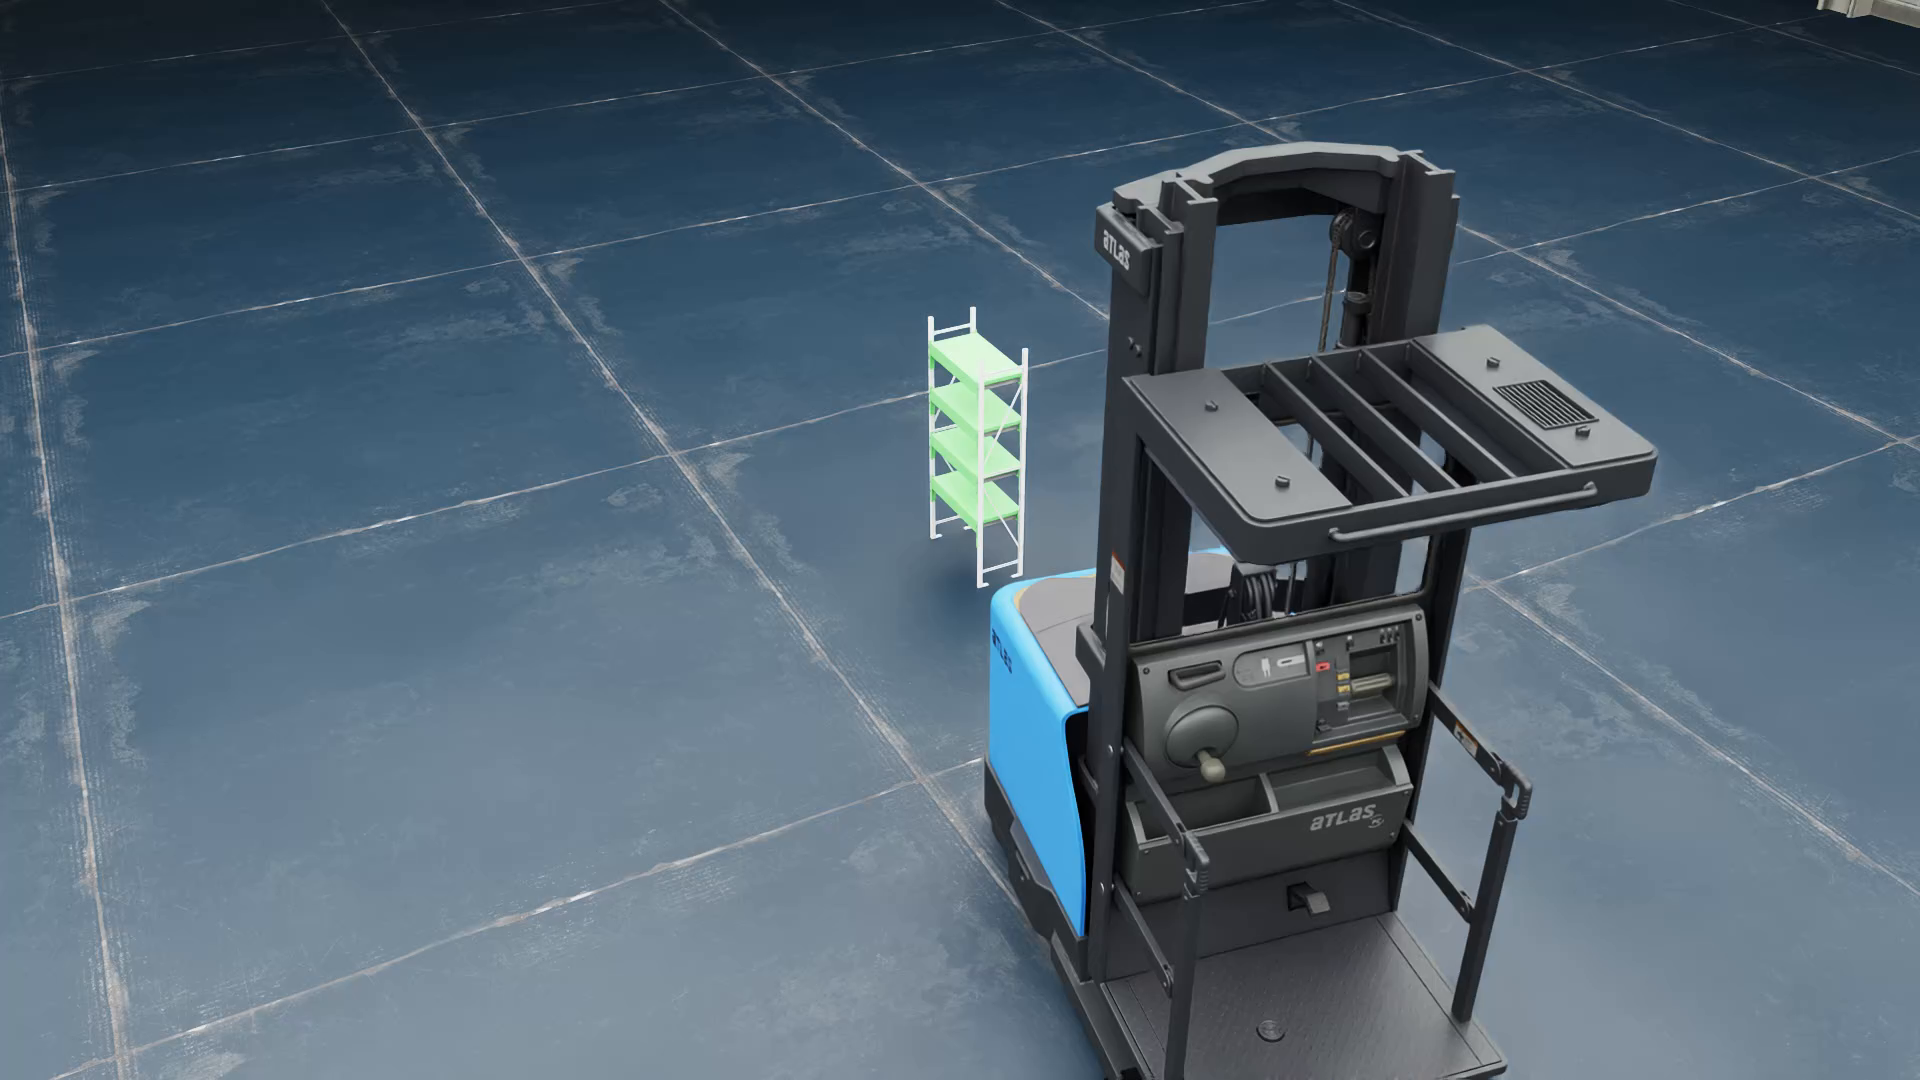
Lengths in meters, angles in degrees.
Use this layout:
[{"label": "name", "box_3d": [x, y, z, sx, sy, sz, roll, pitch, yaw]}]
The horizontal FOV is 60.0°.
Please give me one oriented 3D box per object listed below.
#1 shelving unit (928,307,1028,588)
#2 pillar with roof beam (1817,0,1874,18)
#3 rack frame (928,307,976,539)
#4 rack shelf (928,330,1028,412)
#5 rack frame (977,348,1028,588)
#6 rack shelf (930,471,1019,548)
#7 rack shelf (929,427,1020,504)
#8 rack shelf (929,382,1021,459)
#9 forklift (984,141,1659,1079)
[{"label": "shelving unit", "box_3d": [0.077, -0.426, 7.803, 0.258, 1.200, 0.503, -16, 36, -23]}, {"label": "pillar with roof beam", "box_3d": [4.899, -7.915, 12.263, 9.100, 9.000, 0.400, -16, 36, -23]}, {"label": "rack frame", "box_3d": [-0.037, -0.543, 7.985, 0.240, 1.200, 0.015, -16, 36, -23]}, {"label": "rack shelf", "box_3d": [0.077, -0.777, 7.579, 0.258, 0.148, 0.480, -16, 36, -23]}, {"label": "rack frame", "box_3d": [0.191, -0.310, 7.621, 0.240, 1.200, 0.015, -16, 36, -23]}, {"label": "rack shelf", "box_3d": [0.077, -0.170, 7.967, 0.258, 0.148, 0.480, -16, 36, -23]}, {"label": "rack shelf", "box_3d": [0.077, -0.372, 7.837, 0.258, 0.148, 0.480, -16, 36, -23]}, {"label": "rack shelf", "box_3d": [0.077, -0.574, 7.708, 0.258, 0.148, 0.480, -16, 36, -23]}, {"label": "forklift", "box_3d": [1.025, 0.513, 4.732, 1.130, 2.935, 3.031, -10, 34, -15]}]
